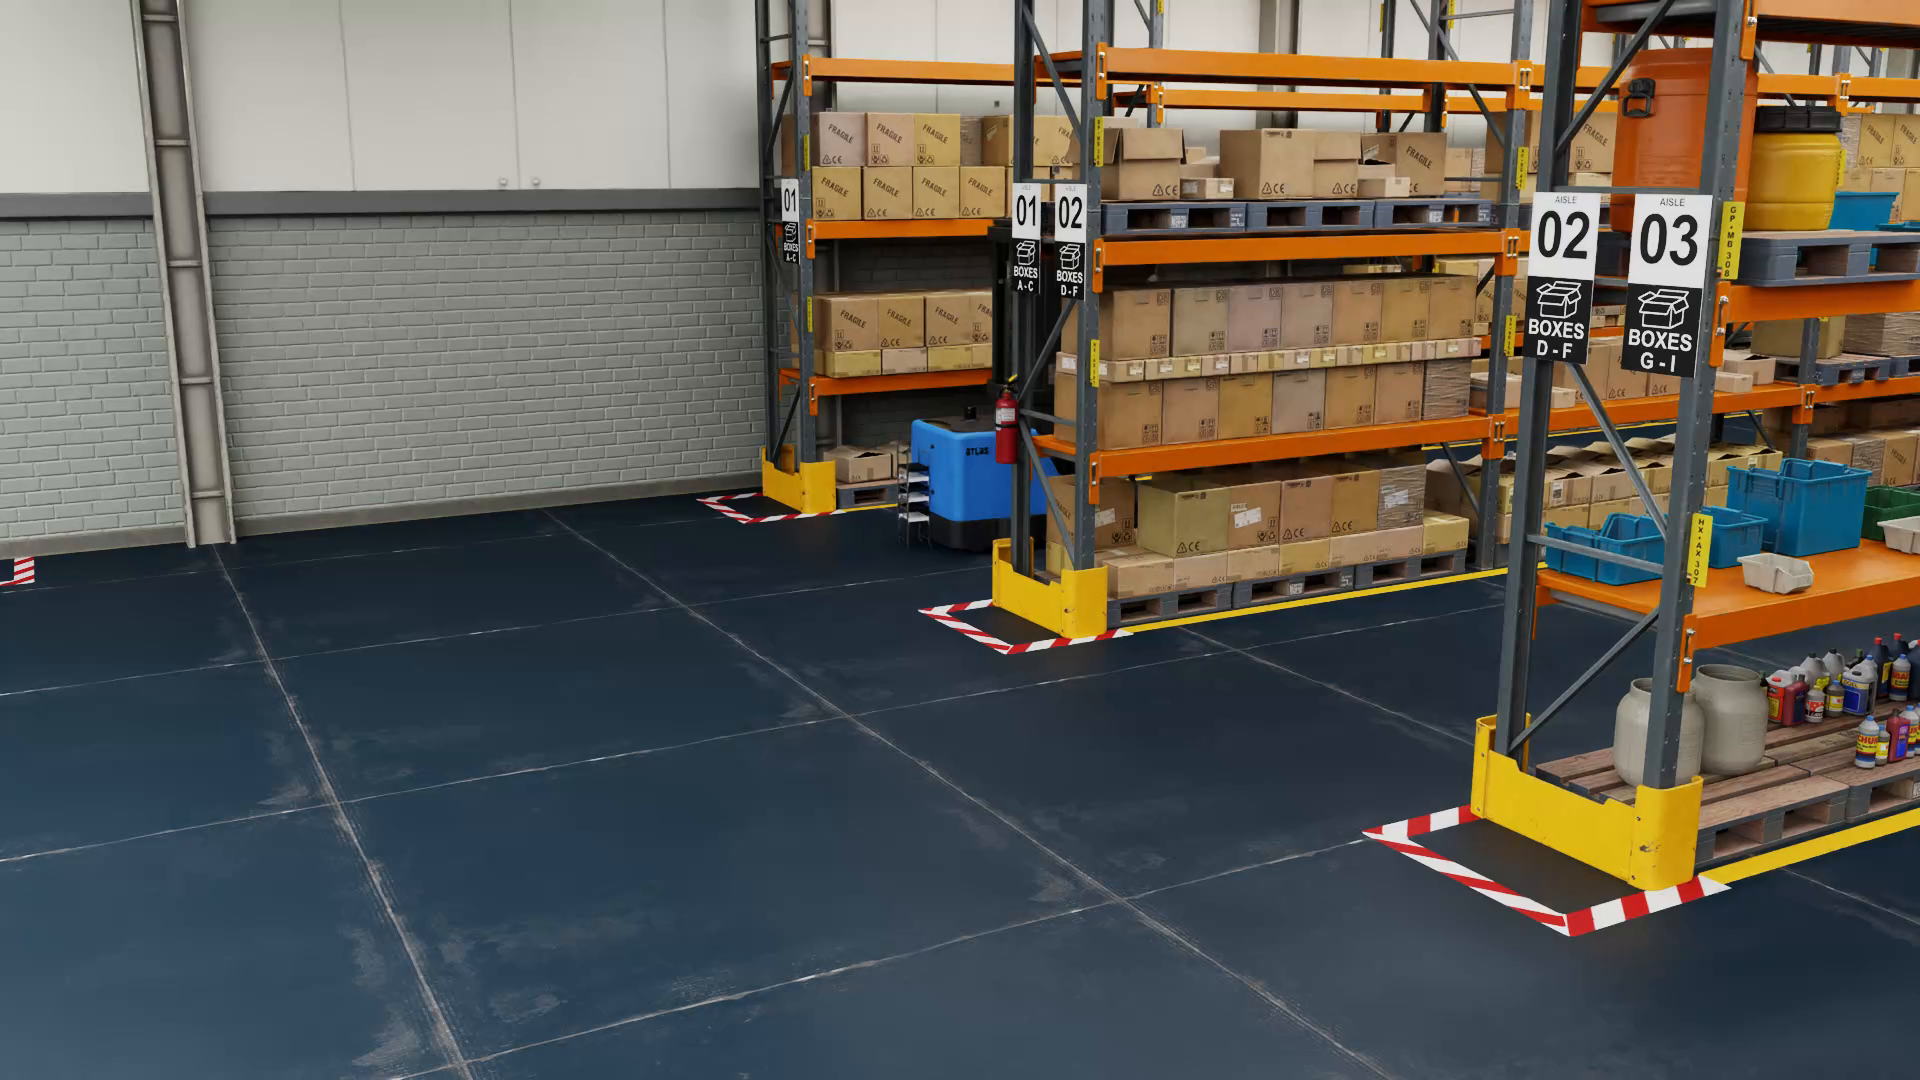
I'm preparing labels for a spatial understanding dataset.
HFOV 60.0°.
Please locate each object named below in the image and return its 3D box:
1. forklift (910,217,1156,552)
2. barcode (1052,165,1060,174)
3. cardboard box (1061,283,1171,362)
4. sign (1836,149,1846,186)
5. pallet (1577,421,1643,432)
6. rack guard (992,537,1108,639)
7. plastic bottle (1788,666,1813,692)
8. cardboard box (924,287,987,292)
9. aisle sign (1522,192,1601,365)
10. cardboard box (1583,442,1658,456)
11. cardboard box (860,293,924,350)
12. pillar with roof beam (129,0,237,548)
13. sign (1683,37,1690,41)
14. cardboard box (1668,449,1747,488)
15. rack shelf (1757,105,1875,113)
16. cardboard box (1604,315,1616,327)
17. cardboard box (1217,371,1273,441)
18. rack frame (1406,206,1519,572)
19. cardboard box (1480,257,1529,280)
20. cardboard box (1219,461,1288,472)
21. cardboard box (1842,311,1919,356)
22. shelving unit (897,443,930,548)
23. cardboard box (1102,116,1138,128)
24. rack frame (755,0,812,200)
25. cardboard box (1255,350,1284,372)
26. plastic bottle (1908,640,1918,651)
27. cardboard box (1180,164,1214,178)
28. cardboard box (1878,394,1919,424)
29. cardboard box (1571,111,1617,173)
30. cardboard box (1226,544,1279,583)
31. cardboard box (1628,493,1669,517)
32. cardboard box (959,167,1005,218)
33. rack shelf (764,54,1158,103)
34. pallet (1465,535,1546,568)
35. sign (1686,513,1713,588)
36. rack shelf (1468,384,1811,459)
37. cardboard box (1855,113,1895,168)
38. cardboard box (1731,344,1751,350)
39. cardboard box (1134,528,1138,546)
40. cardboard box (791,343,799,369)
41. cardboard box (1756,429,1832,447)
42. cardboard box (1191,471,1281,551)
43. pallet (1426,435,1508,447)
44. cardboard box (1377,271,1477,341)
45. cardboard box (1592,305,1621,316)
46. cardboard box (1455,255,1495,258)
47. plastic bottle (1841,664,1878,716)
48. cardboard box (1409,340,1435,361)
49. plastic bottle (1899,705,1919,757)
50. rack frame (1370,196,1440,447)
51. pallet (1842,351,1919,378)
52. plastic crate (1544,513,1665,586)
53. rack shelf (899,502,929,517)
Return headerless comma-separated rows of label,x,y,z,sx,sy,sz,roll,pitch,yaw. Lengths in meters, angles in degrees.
forklift,1.105,-1.517,15.175,3.031,2.935,1.130,-6,14,-24
barcode,0.714,-2.752,12.352,0.075,0.075,0.001,-7,14,-28
cardboard box,1.143,-1.615,12.270,0.500,0.500,0.700,-7,14,-28
sign,7.961,-3.369,15.057,0.005,0.325,0.100,-7,14,-28
pallet,8.195,-1.641,21.922,1.213,0.211,1.003,-7,14,-28
rack guard,0.659,0.341,12.454,0.348,0.500,1.175,-7,14,-28
plastic bottle,4.809,0.875,9.592,0.135,0.276,0.152,-7,15,-29
cardboard box,-0.044,-2.387,17.473,0.500,0.500,0.500,-7,14,-27
aisle sign,2.845,-1.244,7.883,0.004,0.787,0.394,-7,14,-28
cardboard box,6.196,-0.751,15.642,0.500,0.311,0.500,-7,15,-29
cardboard box,-0.695,-2.180,16.551,0.500,0.500,0.500,-7,14,-28
pillar with roof beam,-4.700,-3.541,10.349,0.400,9.000,9.100,-7,14,-28
sign,9.107,-6.415,20.812,0.005,0.325,0.100,-7,14,-28
cardboard box,6.907,-0.701,15.421,0.500,0.311,0.500,-7,14,-29
rack shelf,10.592,-5.689,22.440,4.000,0.370,1.077,-7,14,-28
cardboard box,8.216,-2.845,21.445,0.250,0.149,0.380,-6,14,-26
cardboard box,1.994,-1.084,12.864,0.500,0.500,0.700,-7,14,-27
rack frame,4.191,-1.302,14.061,0.127,3.000,1.000,-7,14,-28
cardboard box,6.756,-3.354,20.523,0.500,0.250,0.500,-7,14,-27
cardboard box,2.319,-0.384,13.583,0.500,0.500,0.500,-7,14,-28
cardboard box,9.095,-2.123,16.529,0.500,0.500,0.700,-4,13,-17
shelving unit,-0.416,-0.398,14.829,0.210,0.900,0.258,-6,14,-24
cardboard box,1.505,-4.161,17.382,0.500,0.500,0.500,-8,15,-33
rack frame,-1.696,-4.762,15.773,0.127,3.000,1.000,-7,14,-28
cardboard box,2.257,-1.382,12.712,0.250,0.149,0.380,-7,14,-29
plastic bottle,5.801,0.756,10.120,0.135,0.276,0.152,-6,14,-26
cardboard box,1.565,-2.716,12.581,0.500,0.250,0.500,-7,14,-28
cardboard box,9.794,-1.395,17.459,0.500,0.250,0.500,-7,14,-28
cardboard box,5.240,-3.384,14.160,0.500,0.500,0.500,-5,14,-22
cardboard box,2.134,0.136,12.977,0.500,0.250,0.500,-7,14,-28
cardboard box,6.014,-0.322,15.012,0.500,0.250,0.500,-7,14,-27
cardboard box,0.119,-3.509,16.766,0.500,0.500,0.500,-6,14,-24
rack shelf,0.059,-4.620,16.787,4.000,0.370,1.077,-7,14,-28
pallet,4.819,-0.026,14.745,1.213,0.211,1.003,-7,14,-28
sign,3.310,0.046,7.444,0.005,0.325,0.100,-7,14,-28
rack shelf,5.947,-1.161,15.075,4.000,0.370,1.077,-7,14,-28
cardboard box,8.536,-3.821,15.918,0.500,0.500,0.500,-7,14,-28
cardboard box,10.908,-2.672,23.411,0.250,0.149,0.380,-7,14,-27
cardboard box,1.443,0.088,13.195,0.500,0.250,0.500,-7,14,-28
cardboard box,-1.379,-1.858,16.830,0.500,0.250,0.500,-7,14,-27
cardboard box,8.411,-0.861,16.795,0.500,0.500,0.500,-6,14,-26
cardboard box,2.128,-0.232,12.905,0.500,0.500,0.500,-7,14,-28
pallet,6.054,-1.385,20.781,1.213,0.211,1.003,-7,14,-28
cardboard box,3.805,-1.935,13.695,0.500,0.500,0.700,-7,14,-28
cardboard box,8.109,-3.148,21.316,0.500,0.500,0.500,-7,14,-27
cardboard box,6.507,-3.451,20.953,0.500,0.250,0.500,-7,15,-29
plastic bottle,5.208,0.863,9.644,0.135,0.276,0.152,-7,14,-28
cardboard box,3.609,-1.543,13.430,0.250,0.149,0.380,-7,15,-30
plastic bottle,5.092,1.024,8.940,0.097,0.271,0.097,0,13,0
rack frame,5.325,-2.677,20.171,0.127,3.000,1.000,-7,14,-28
pallet,9.407,-1.834,16.865,1.213,0.211,1.003,-7,14,-28
plastic crate,3.346,0.036,8.454,0.616,0.251,0.499,-7,14,-28
rack shelf,-0.416,-0.278,14.856,0.200,0.077,0.258,-6,14,-24
